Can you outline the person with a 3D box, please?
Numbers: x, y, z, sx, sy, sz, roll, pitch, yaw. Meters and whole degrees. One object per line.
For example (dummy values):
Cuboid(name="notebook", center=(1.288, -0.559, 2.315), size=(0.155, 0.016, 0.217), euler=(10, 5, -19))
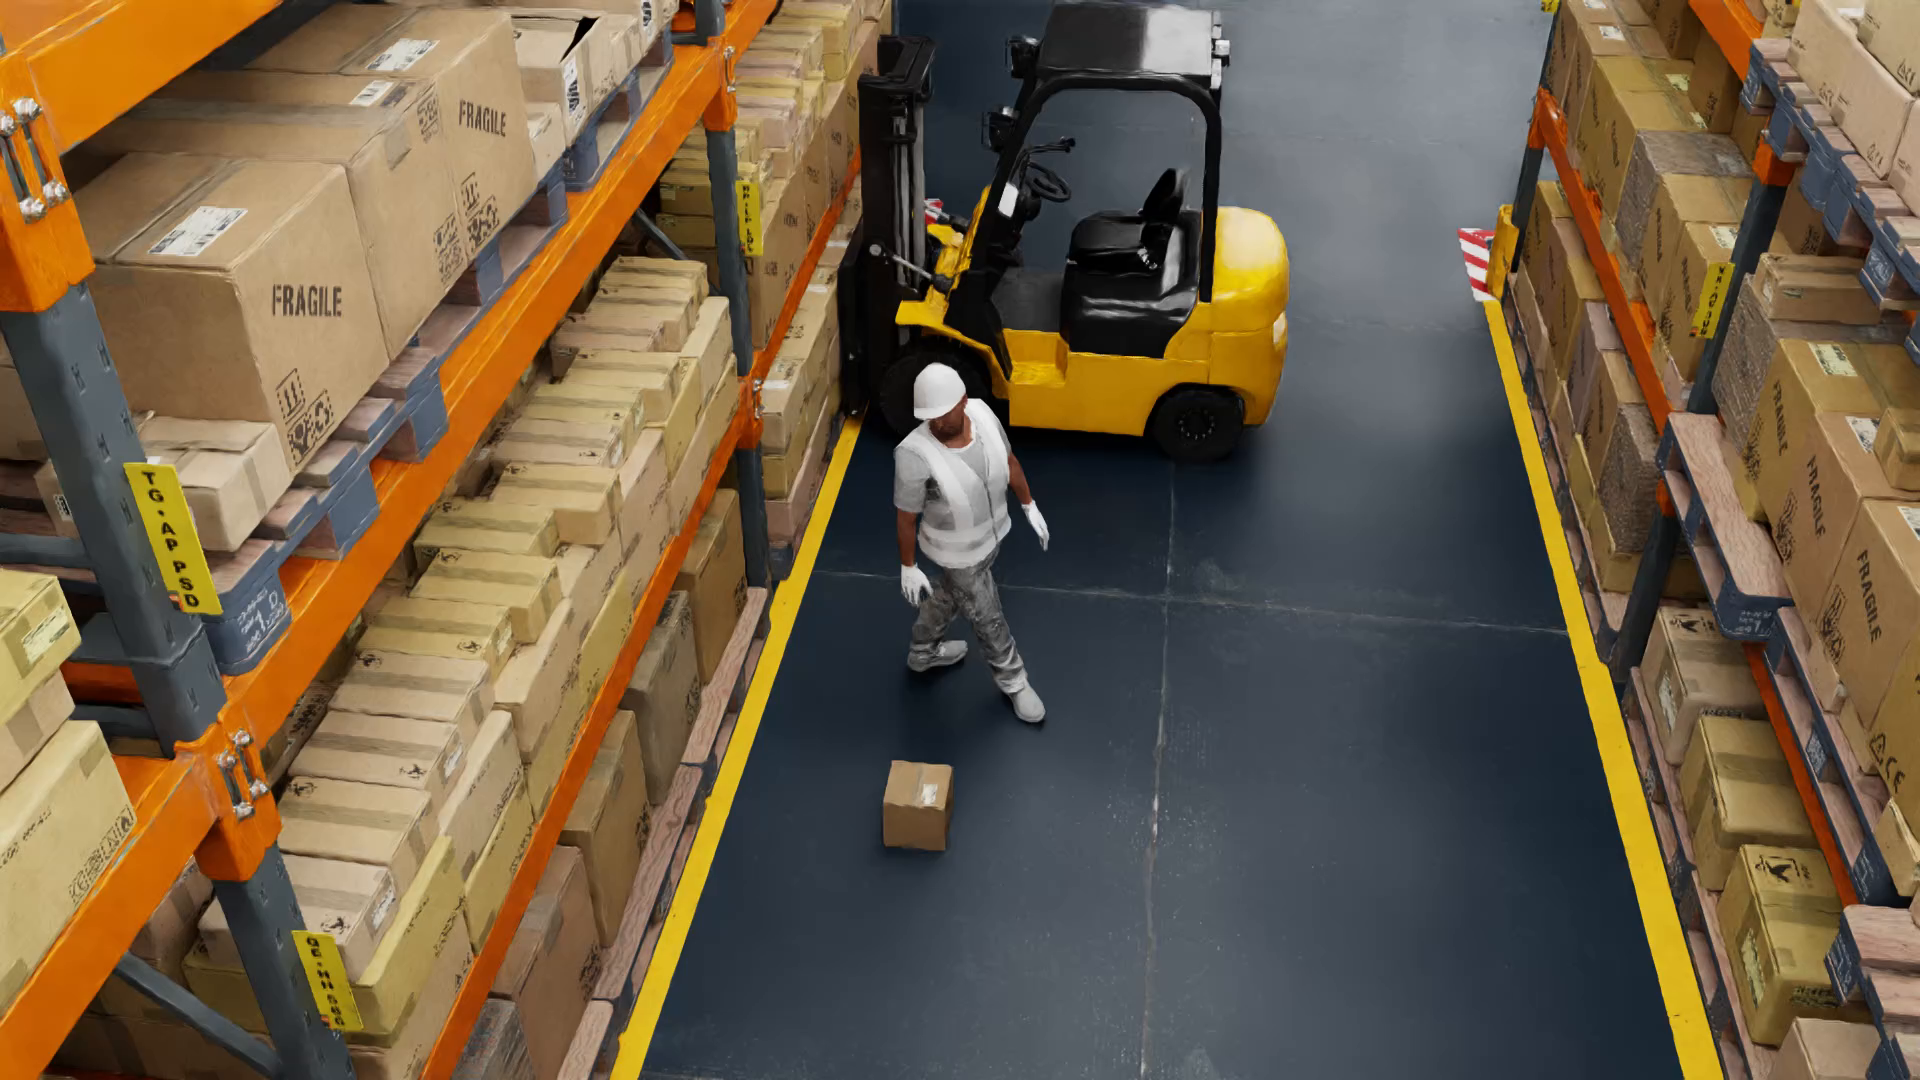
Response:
Cuboid(name="person", center=(0.049, 0.012, 7.023), size=(0.723, 1.746, 0.597), euler=(19, 40, 24))
